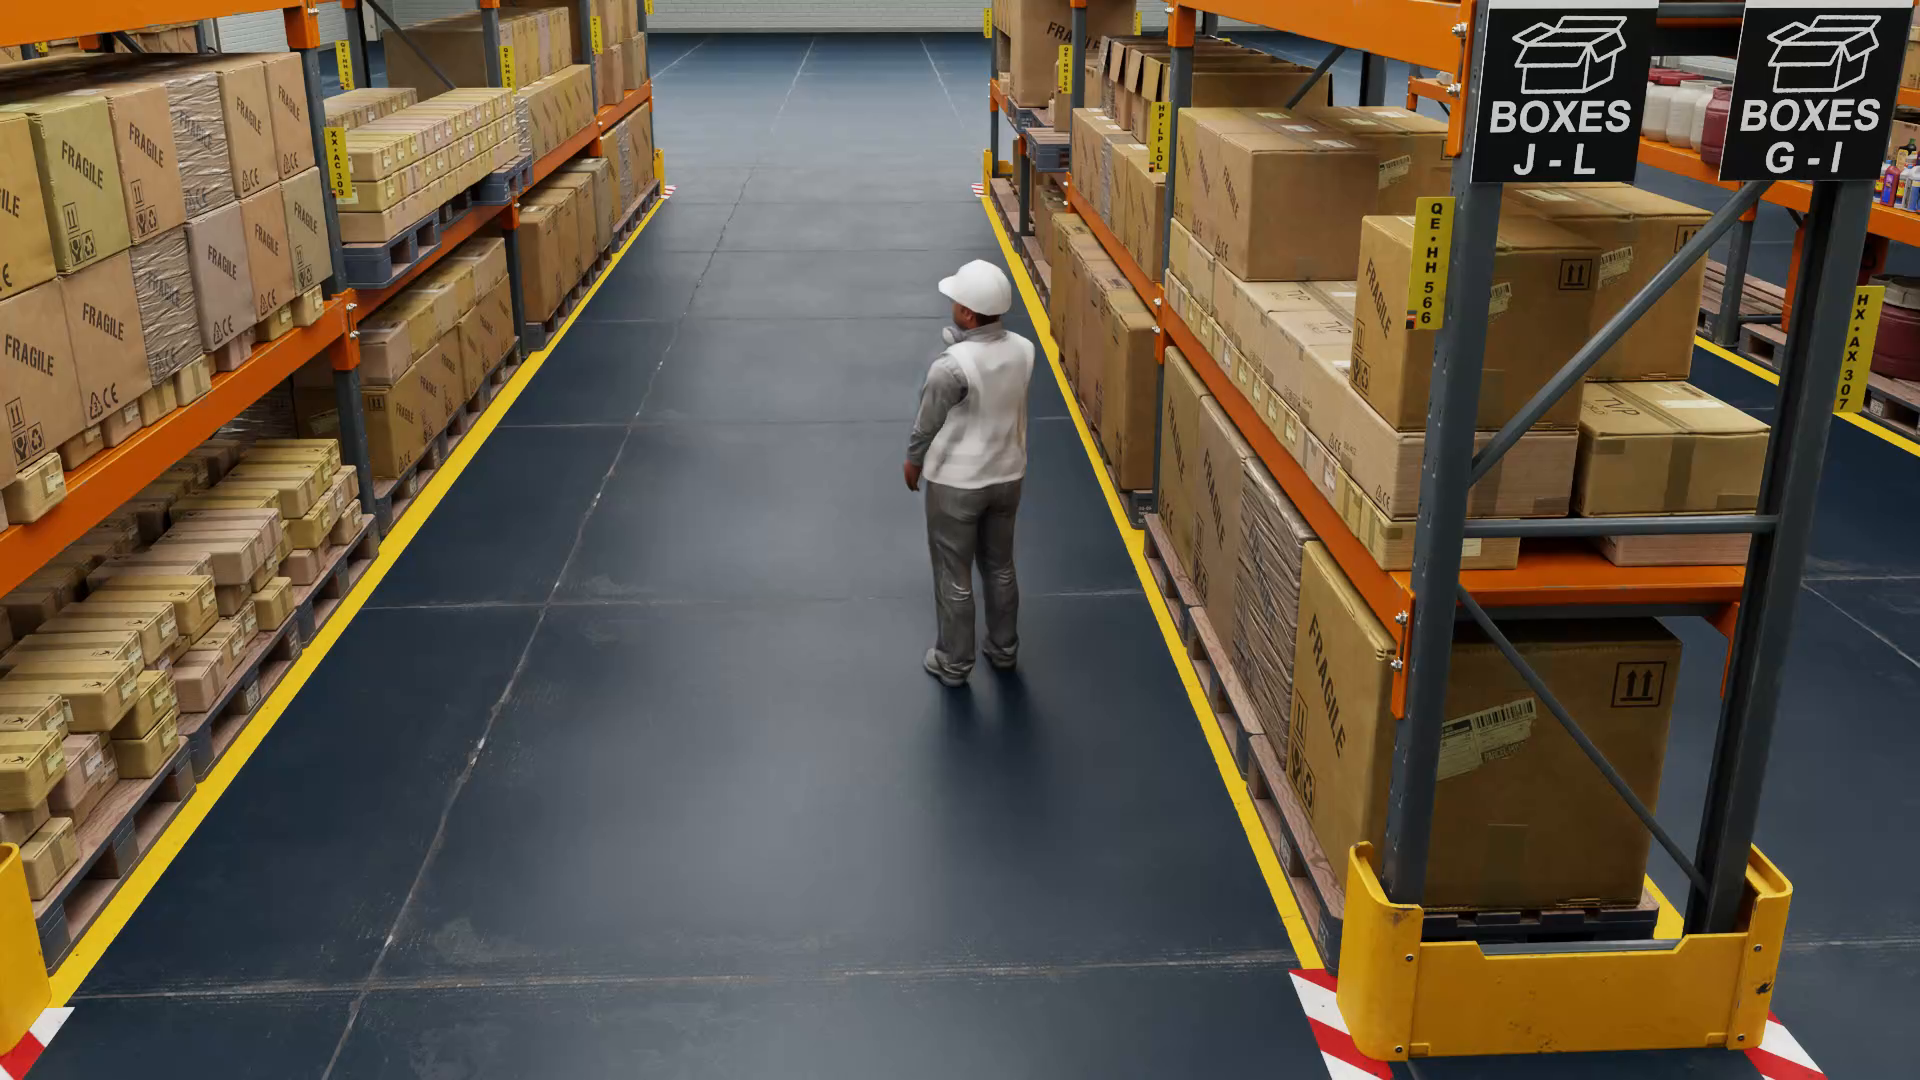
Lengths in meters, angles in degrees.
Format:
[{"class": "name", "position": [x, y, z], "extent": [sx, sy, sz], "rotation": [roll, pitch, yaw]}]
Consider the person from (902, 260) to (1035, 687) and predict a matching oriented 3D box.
[{"class": "person", "position": [0.043, -0.274, 6.756], "extent": [0.589, 1.779, 0.486], "rotation": [-17, 26, -38]}]
